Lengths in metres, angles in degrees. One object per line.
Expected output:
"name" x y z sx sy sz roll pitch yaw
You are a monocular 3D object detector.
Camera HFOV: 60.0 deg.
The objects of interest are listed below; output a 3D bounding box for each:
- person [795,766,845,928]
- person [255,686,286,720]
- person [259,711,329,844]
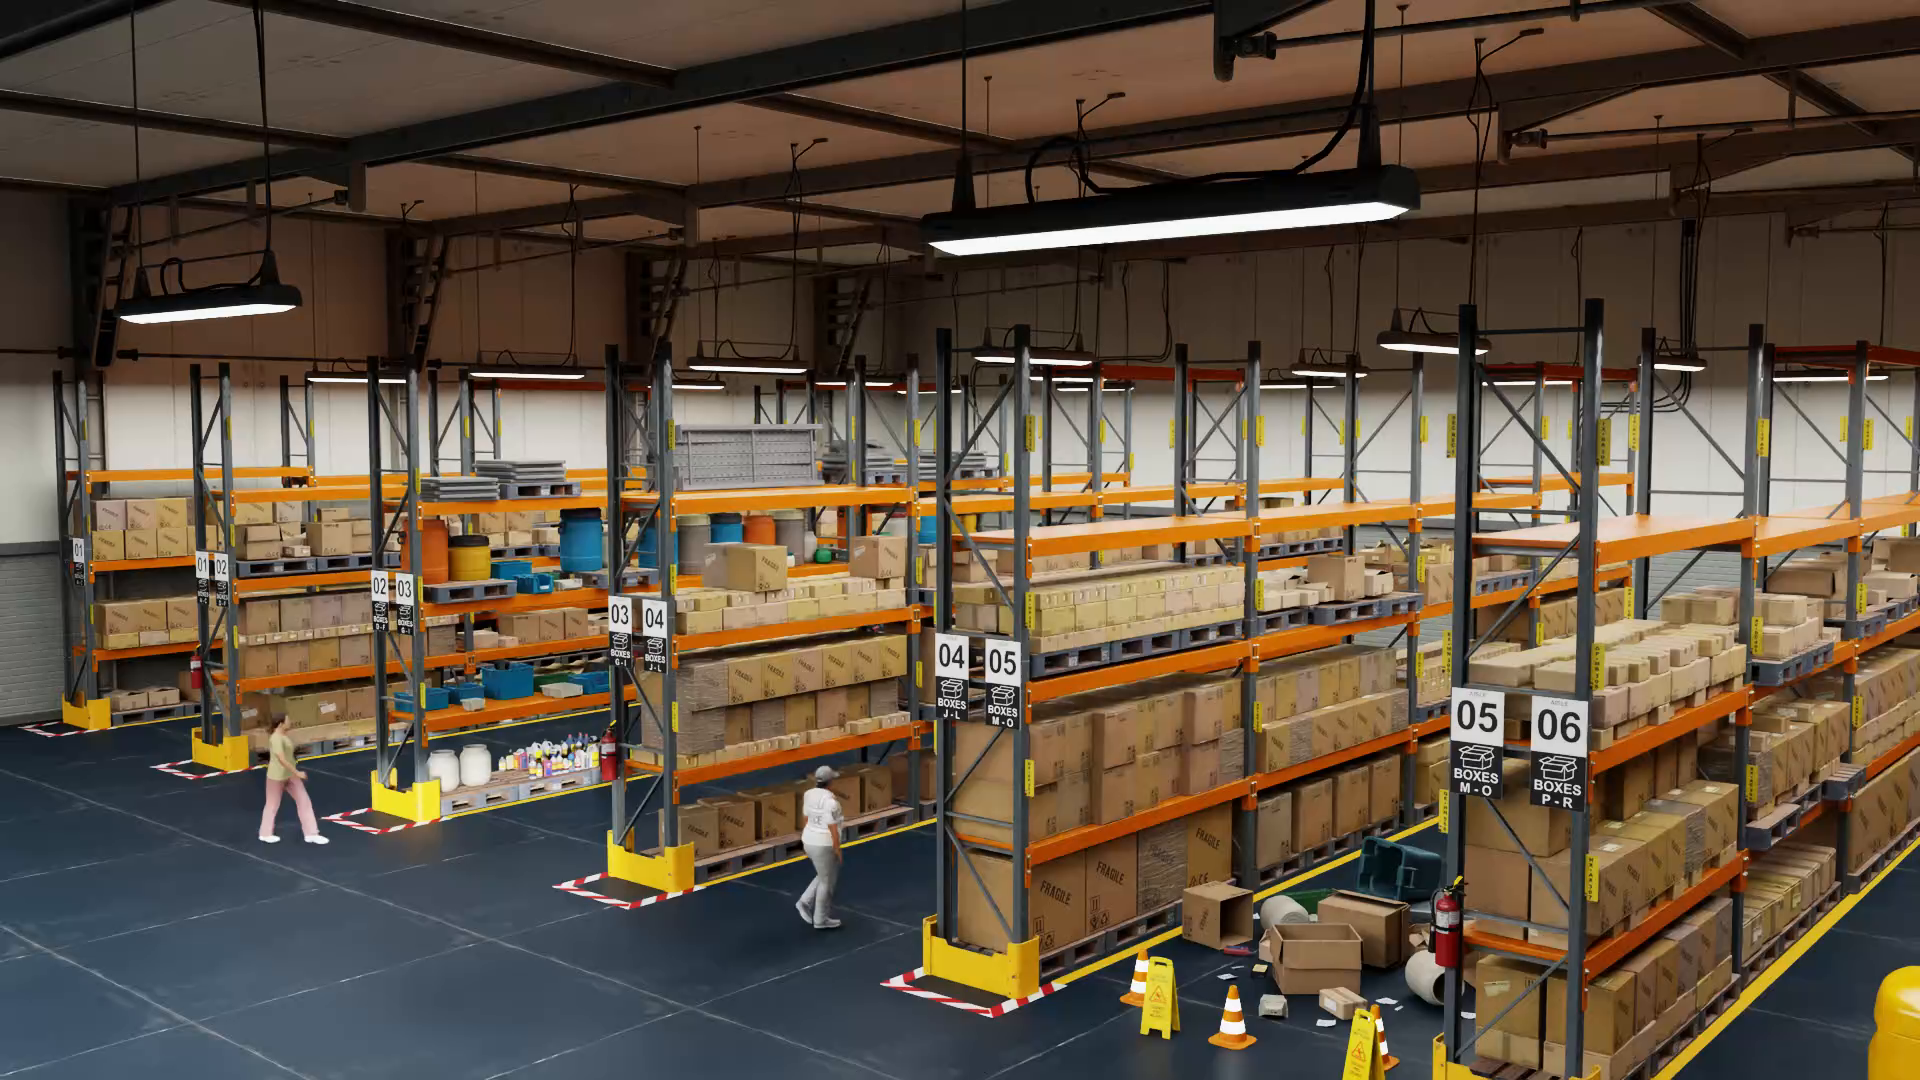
"person" -1.395 3.107 16.839 0.460 1.658 0.479 -2 4 -22
"person" -11.316 2.296 27.326 0.584 1.787 0.449 -4 6 -44
"person" -8.123 2.880 20.094 0.938 1.611 0.418 2 5 28
